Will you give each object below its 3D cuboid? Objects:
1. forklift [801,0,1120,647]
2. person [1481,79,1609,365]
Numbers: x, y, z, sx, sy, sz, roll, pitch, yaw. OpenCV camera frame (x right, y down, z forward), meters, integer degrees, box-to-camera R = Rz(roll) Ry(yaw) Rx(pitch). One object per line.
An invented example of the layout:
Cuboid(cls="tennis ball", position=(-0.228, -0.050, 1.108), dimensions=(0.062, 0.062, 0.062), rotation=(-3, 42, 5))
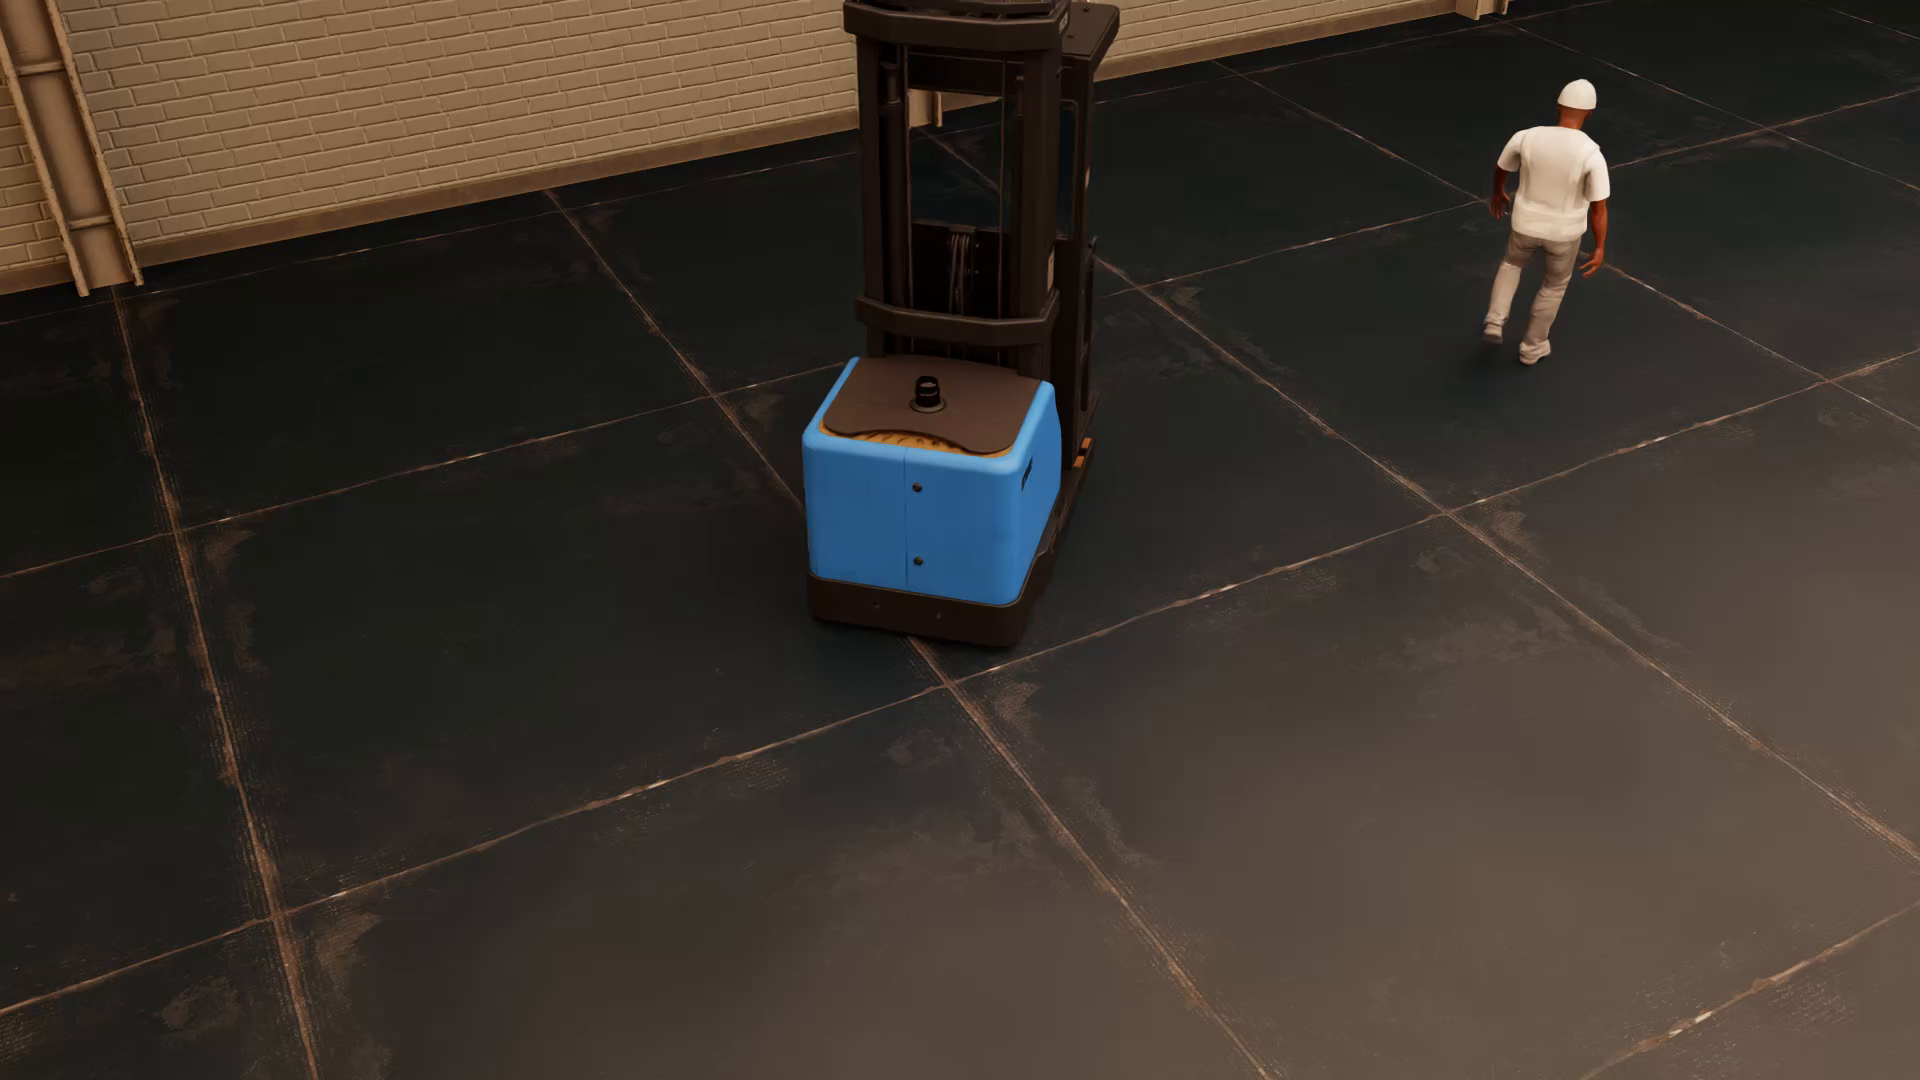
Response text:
Cuboid(cls="forklift", position=(0.132, -1.541, 8.303), dimensions=(1.130, 2.935, 3.031), rotation=(9, 36, 12))
Cuboid(cls="person", position=(3.432, -1.842, 9.758), dimensions=(0.771, 1.746, 0.489), rotation=(22, 41, 28))
